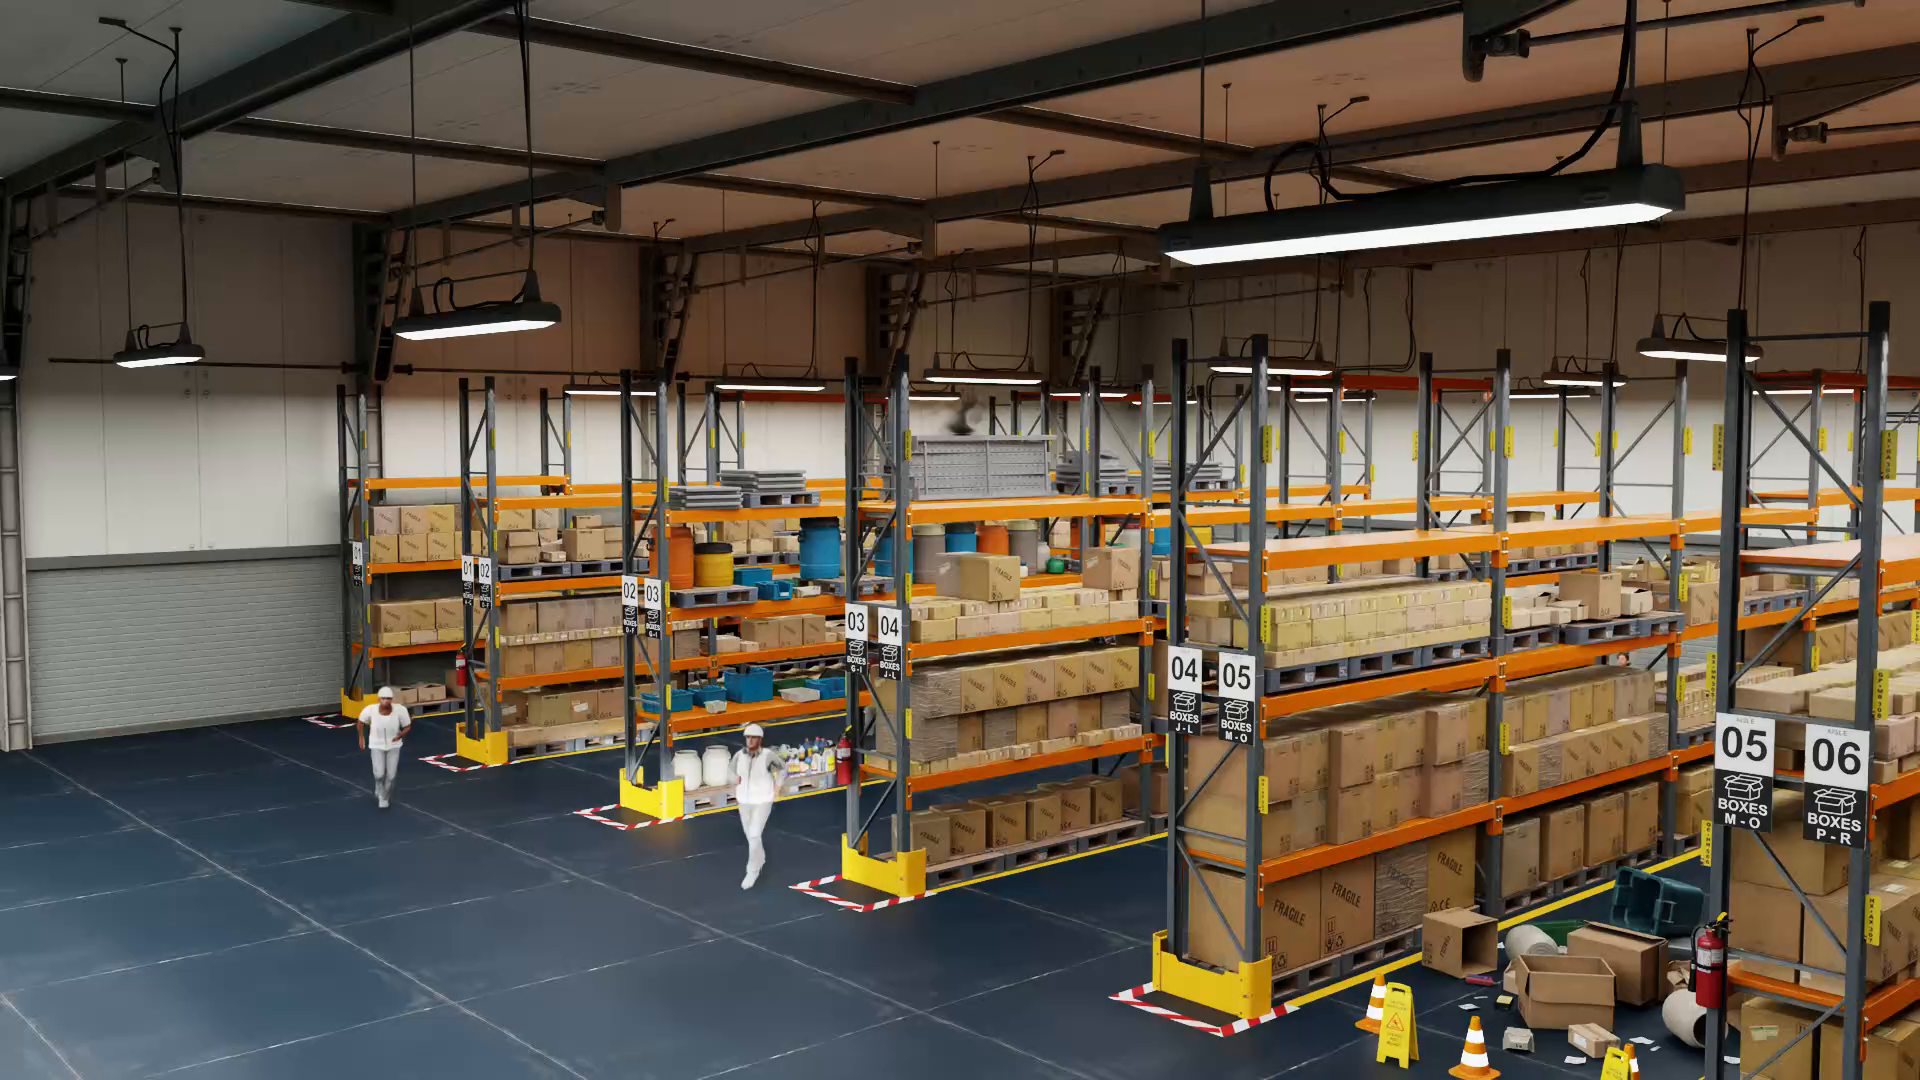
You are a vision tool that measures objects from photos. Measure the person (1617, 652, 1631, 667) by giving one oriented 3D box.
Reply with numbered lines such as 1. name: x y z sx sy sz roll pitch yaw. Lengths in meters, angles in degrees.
1. person: 10.715 2.610 26.813 0.575 1.636 0.652 3 5 41

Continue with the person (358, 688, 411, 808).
1. person: -7.803 2.824 22.596 0.661 1.676 0.671 -2 4 -26

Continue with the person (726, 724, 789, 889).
1. person: -2.359 3.017 19.091 0.654 1.824 0.743 1 4 20

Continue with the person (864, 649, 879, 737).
1. person: -1.382 2.481 28.157 0.575 1.645 0.865 4 5 43
